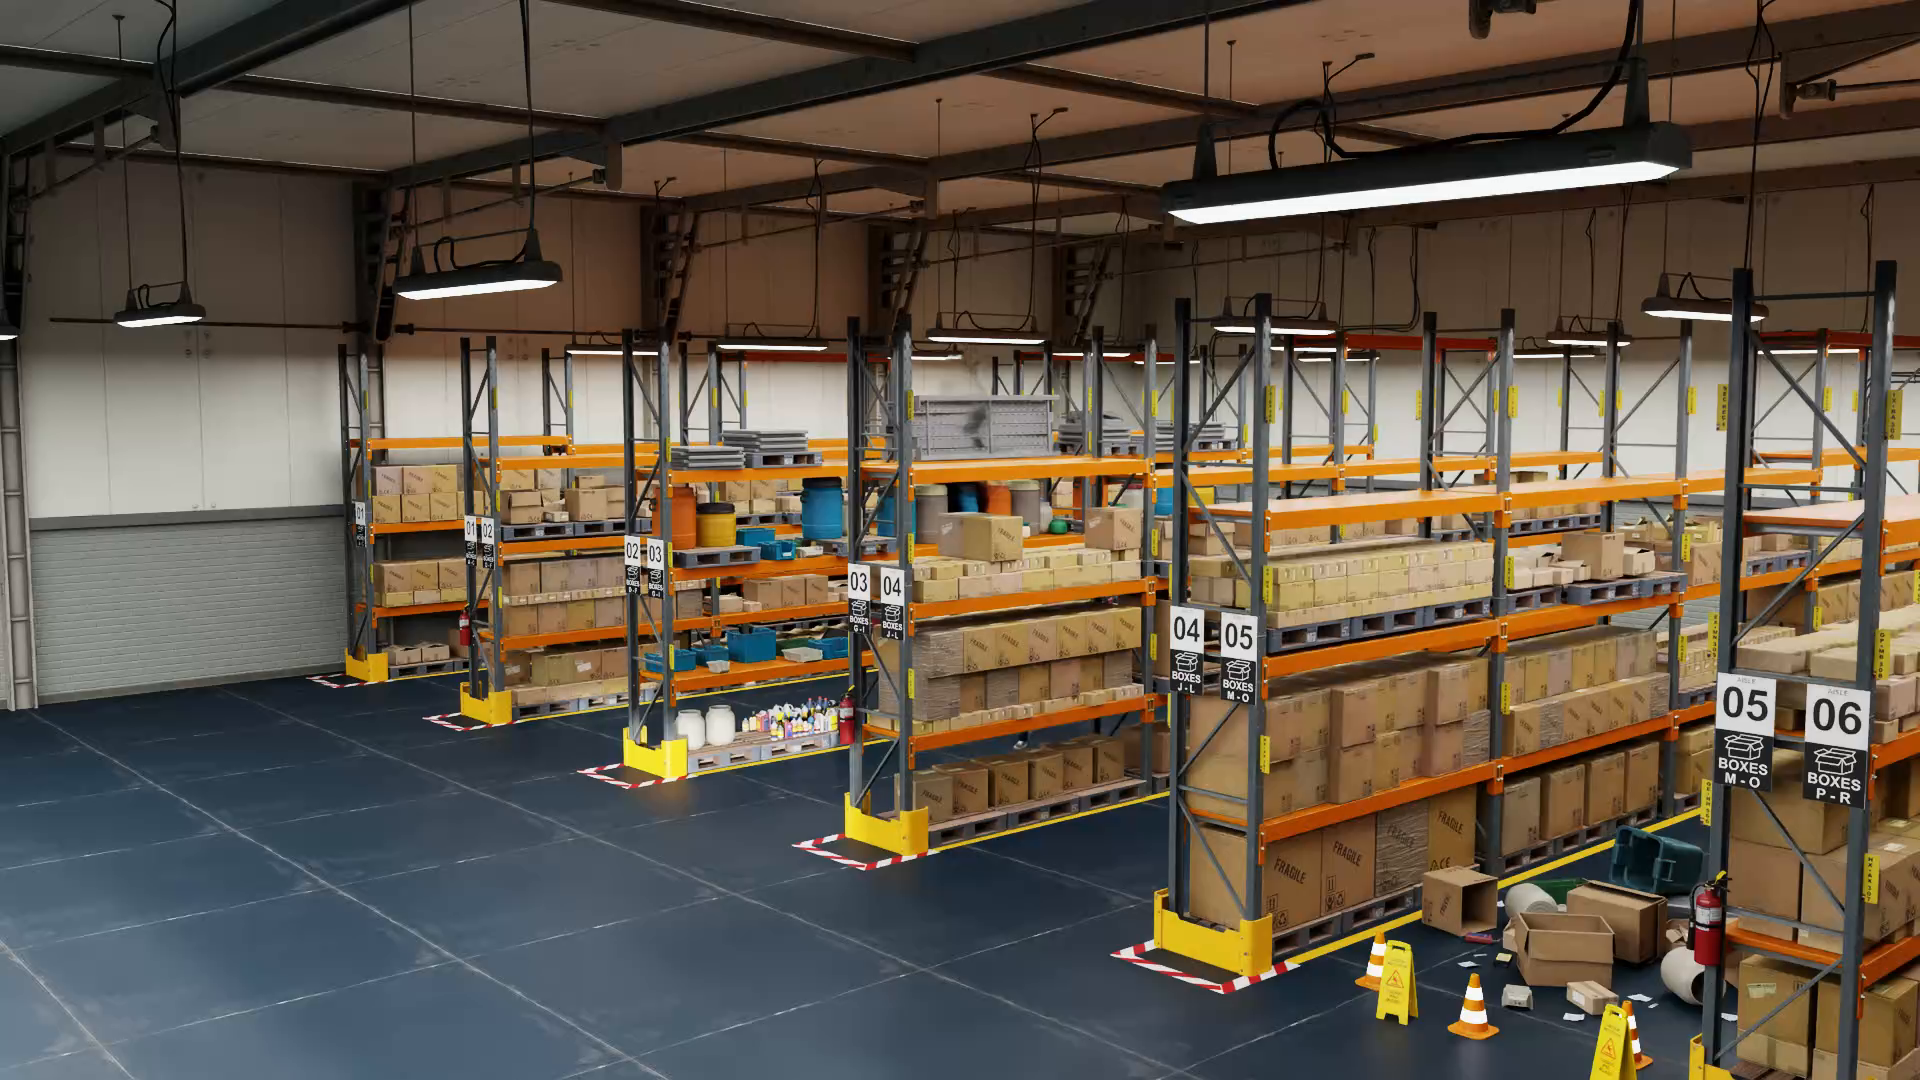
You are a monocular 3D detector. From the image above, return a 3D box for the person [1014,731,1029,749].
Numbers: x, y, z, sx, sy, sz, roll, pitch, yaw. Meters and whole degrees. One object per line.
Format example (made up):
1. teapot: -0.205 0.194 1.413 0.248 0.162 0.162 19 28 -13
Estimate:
1. person: 0.830 2.069 22.703 0.536 1.564 0.486 4 6 36
